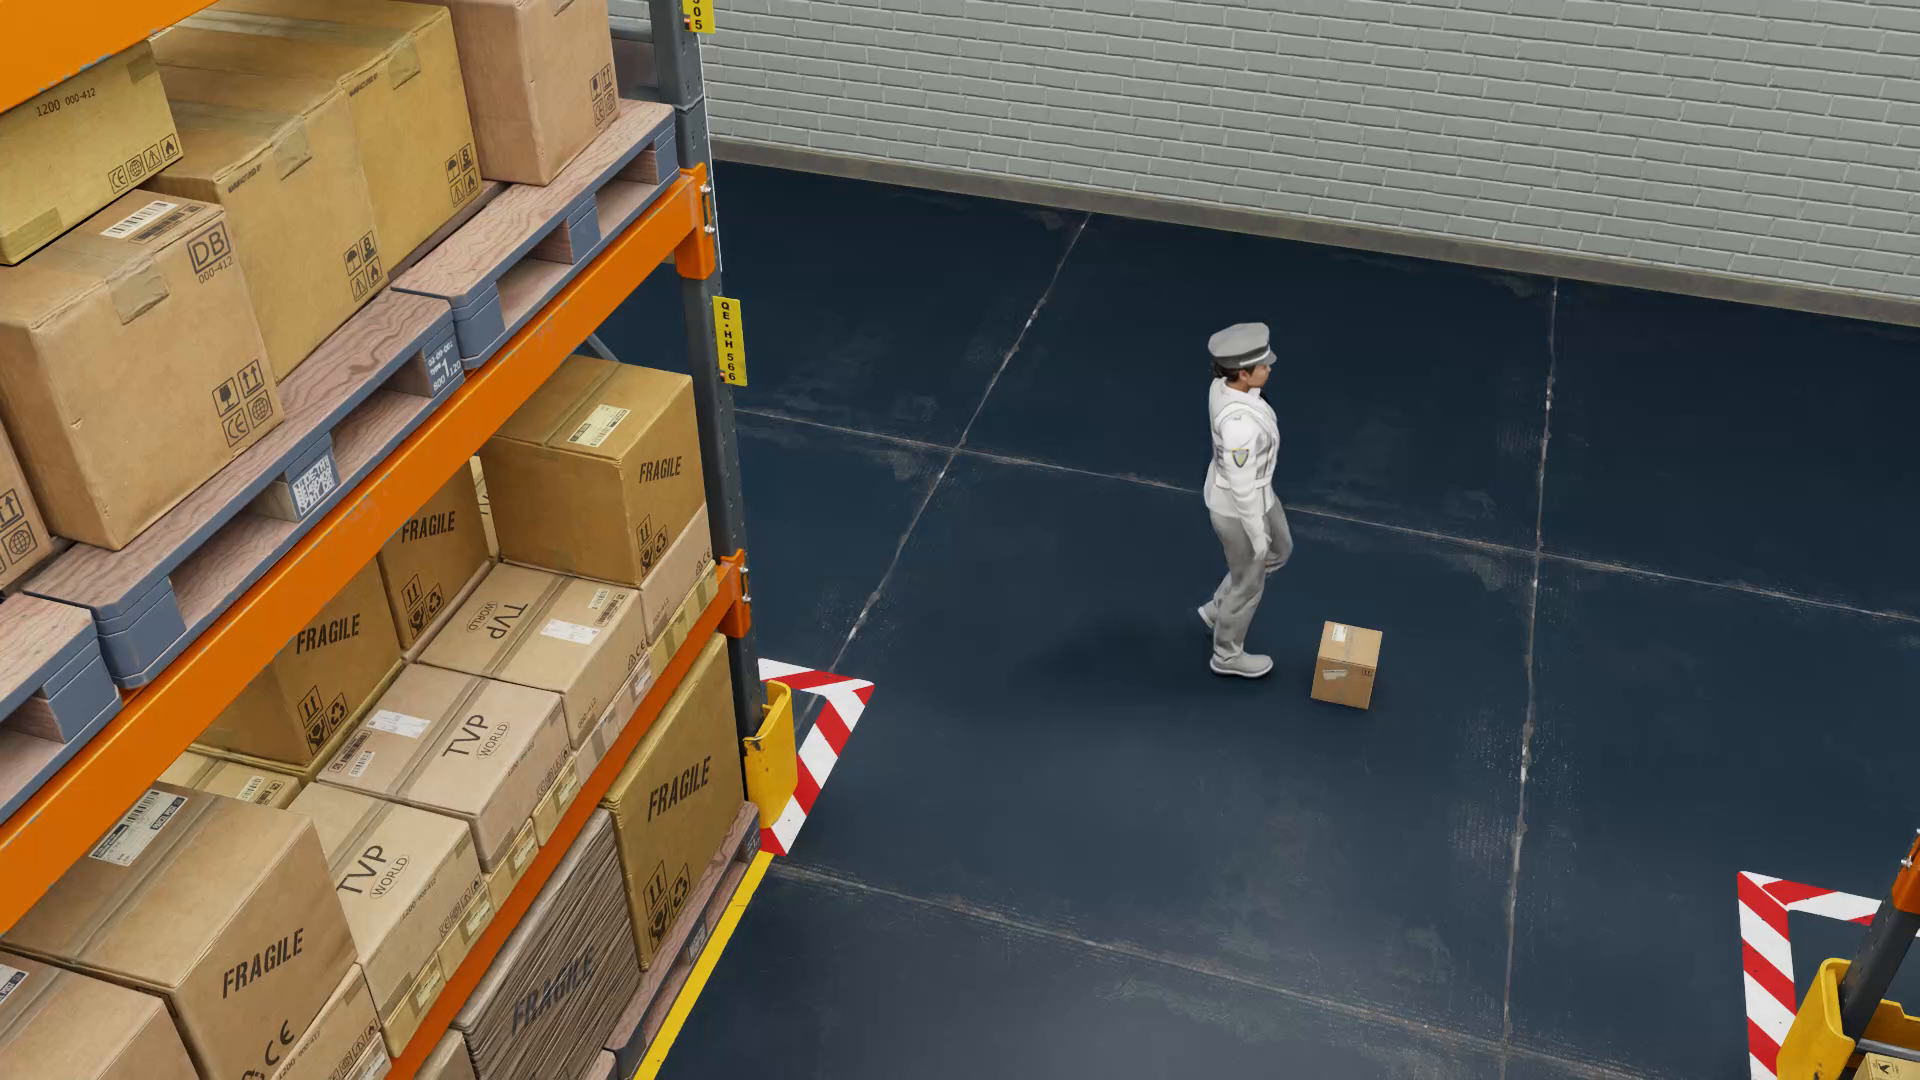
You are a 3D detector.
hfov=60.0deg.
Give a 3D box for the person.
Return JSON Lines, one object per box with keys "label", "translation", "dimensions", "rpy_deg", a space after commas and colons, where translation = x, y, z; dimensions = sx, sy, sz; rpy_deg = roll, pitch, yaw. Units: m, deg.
{"label": "person", "translation": [1.223, -0.146, 7.041], "dimensions": [0.481, 1.685, 0.516], "rpy_deg": [2, 37, 3]}
